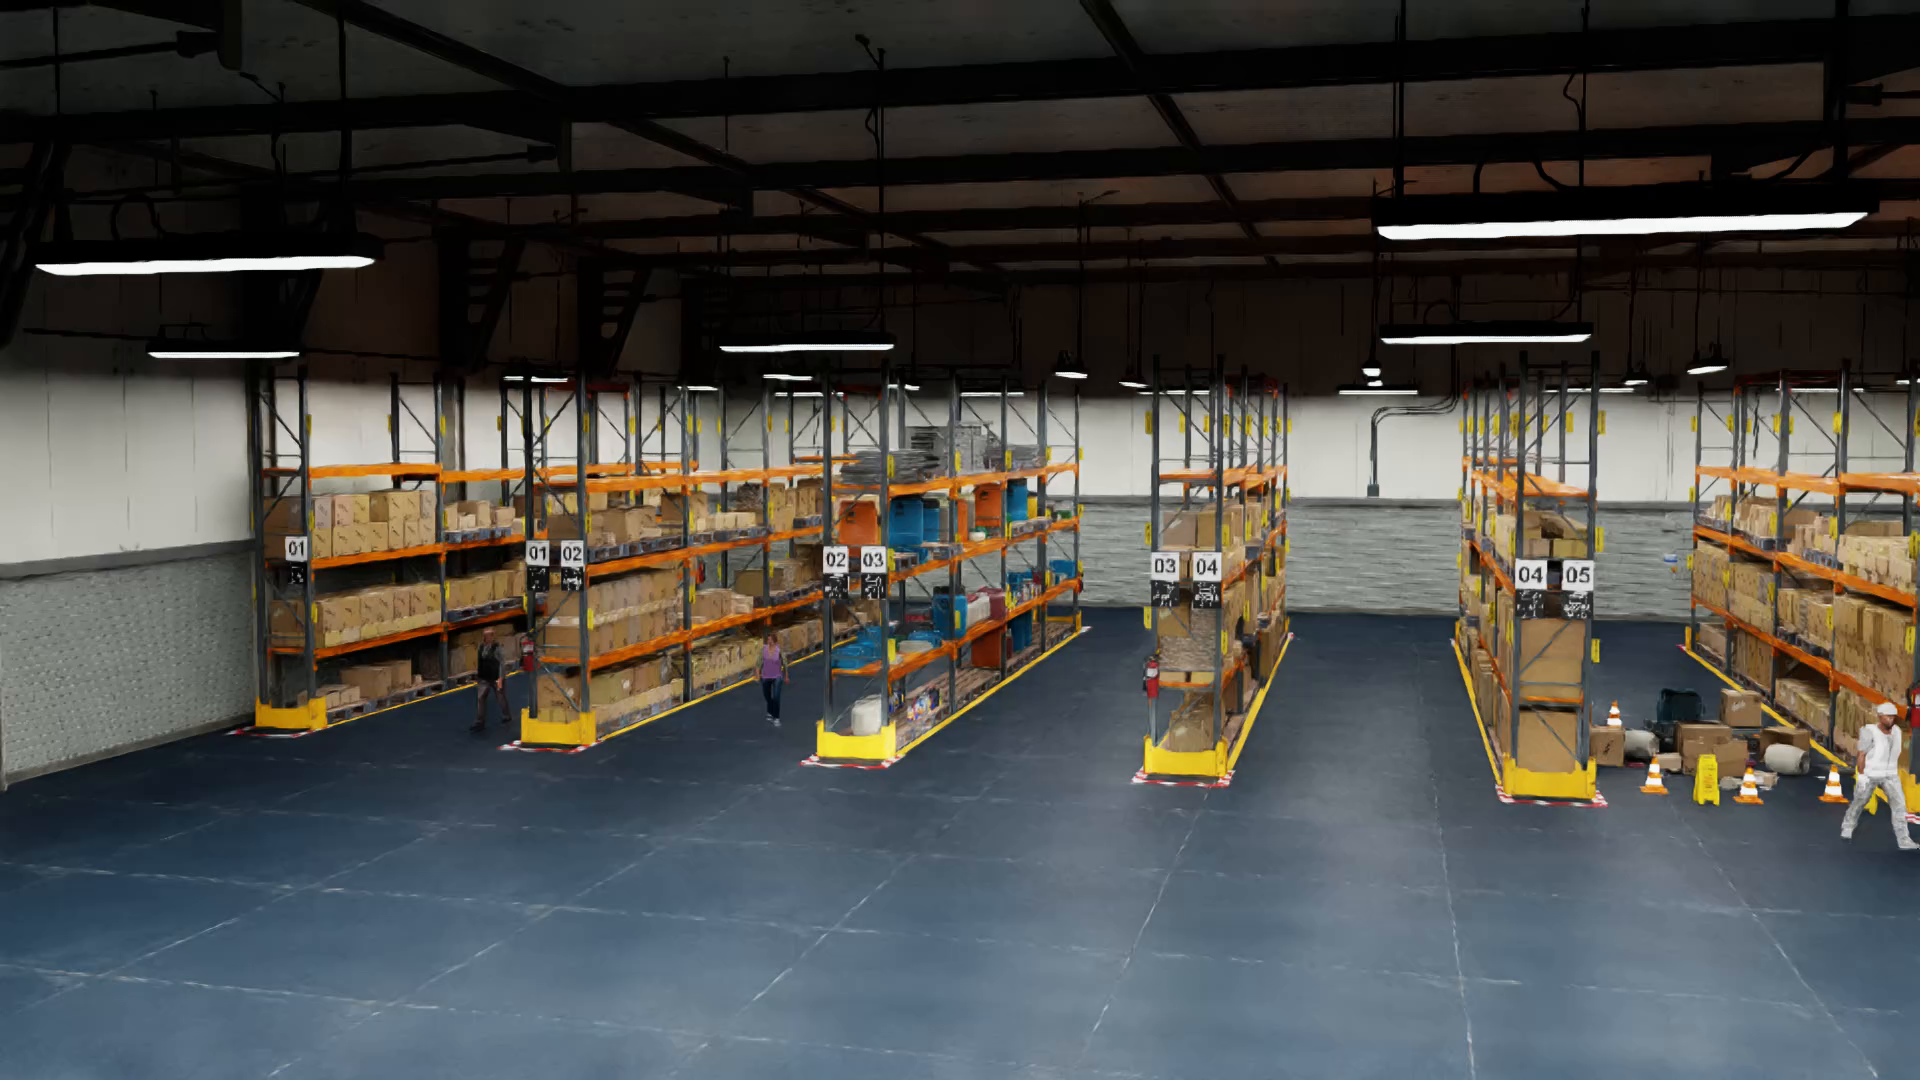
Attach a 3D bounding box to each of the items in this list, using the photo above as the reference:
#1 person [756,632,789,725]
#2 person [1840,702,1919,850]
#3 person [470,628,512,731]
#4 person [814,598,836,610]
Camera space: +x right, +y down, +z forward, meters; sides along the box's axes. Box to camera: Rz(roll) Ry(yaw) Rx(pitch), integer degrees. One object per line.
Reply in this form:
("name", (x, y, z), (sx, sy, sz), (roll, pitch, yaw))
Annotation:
("person", (-3.133, 2.304, 27.979), (0.544, 1.548, 0.615), (0, 4, 5))
("person", (10.941, 2.782, 19.754), (0.610, 1.739, 0.967), (-1, 4, -8))
("person", (-7.714, 2.278, 27.410), (0.555, 1.673, 1.029), (1, 4, 13))
("person", (-3.599, 1.052, 44.435), (0.772, 1.753, 0.585), (-3, 5, -38))
